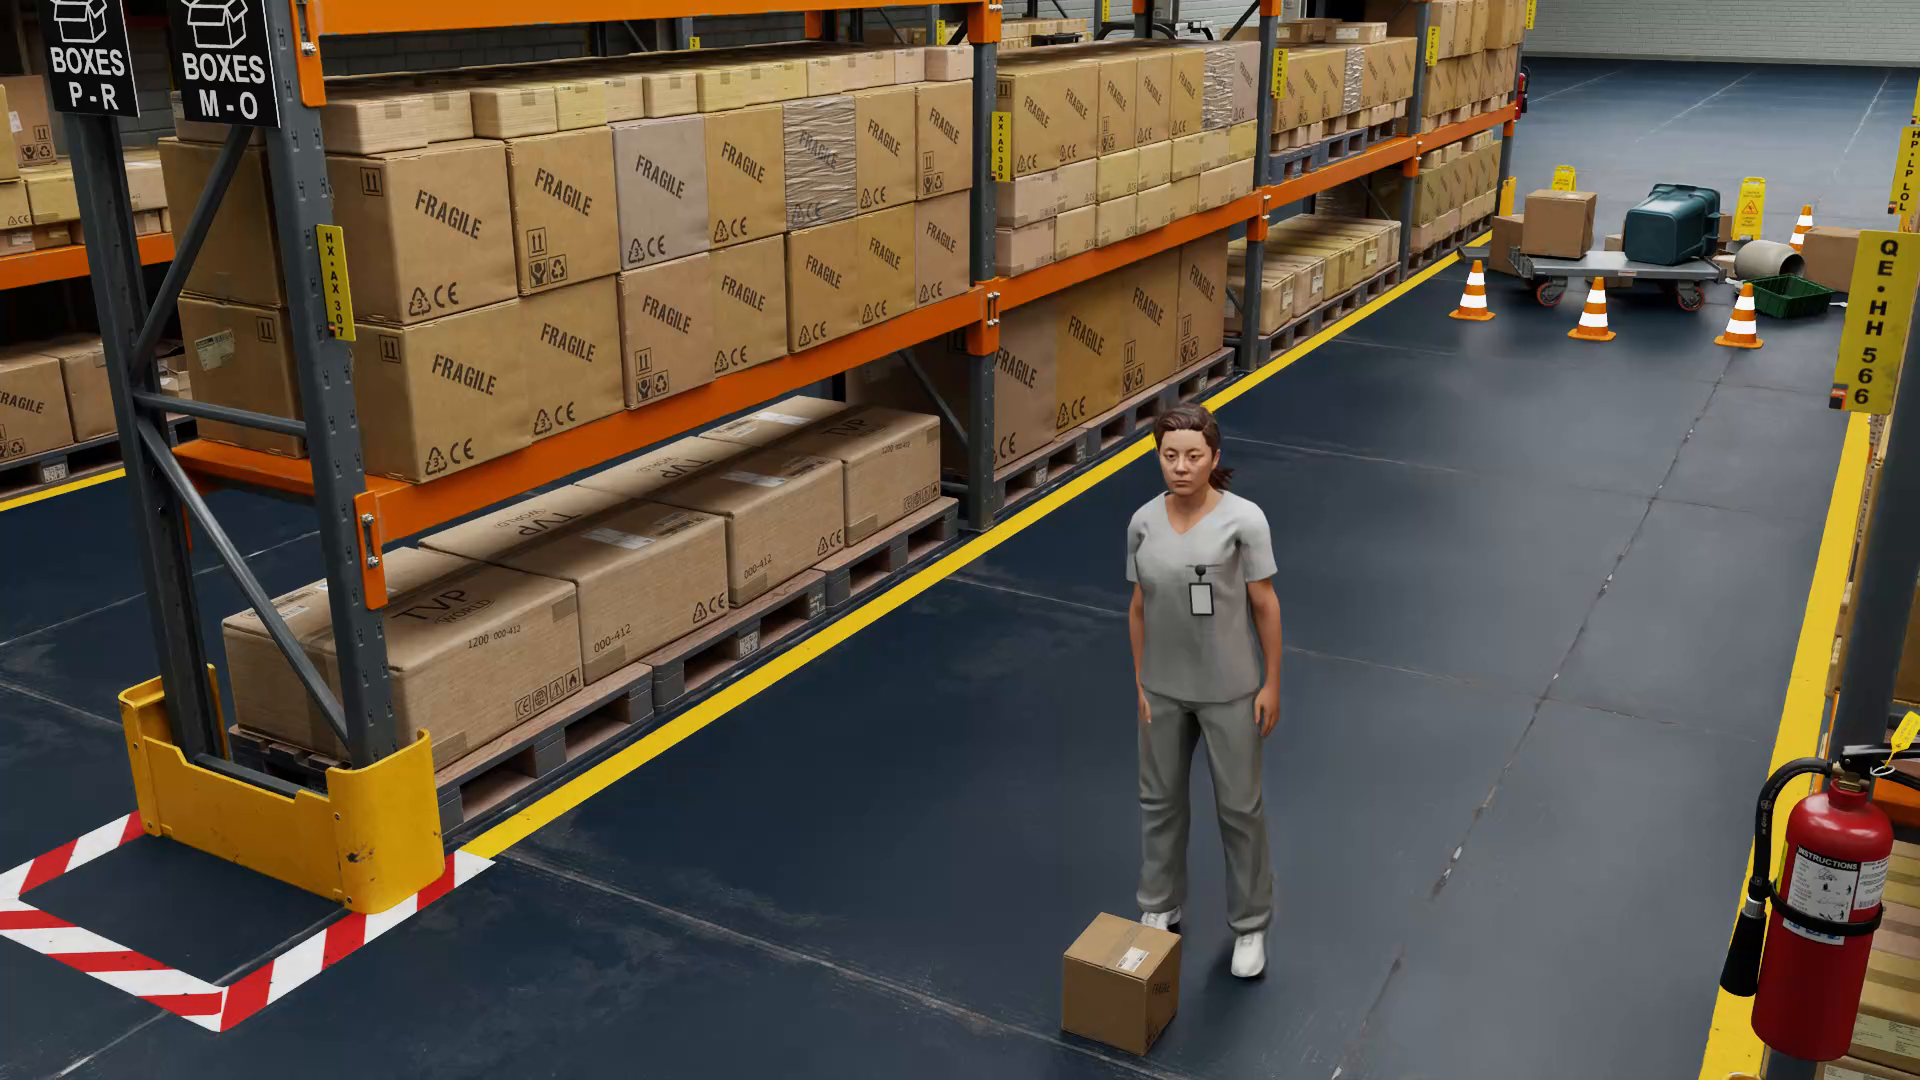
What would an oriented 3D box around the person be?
[{"bbox_3d":[0.704,0.437,4.828,0.517,1.674,0.365,11,22,29],"label":"person"}]
